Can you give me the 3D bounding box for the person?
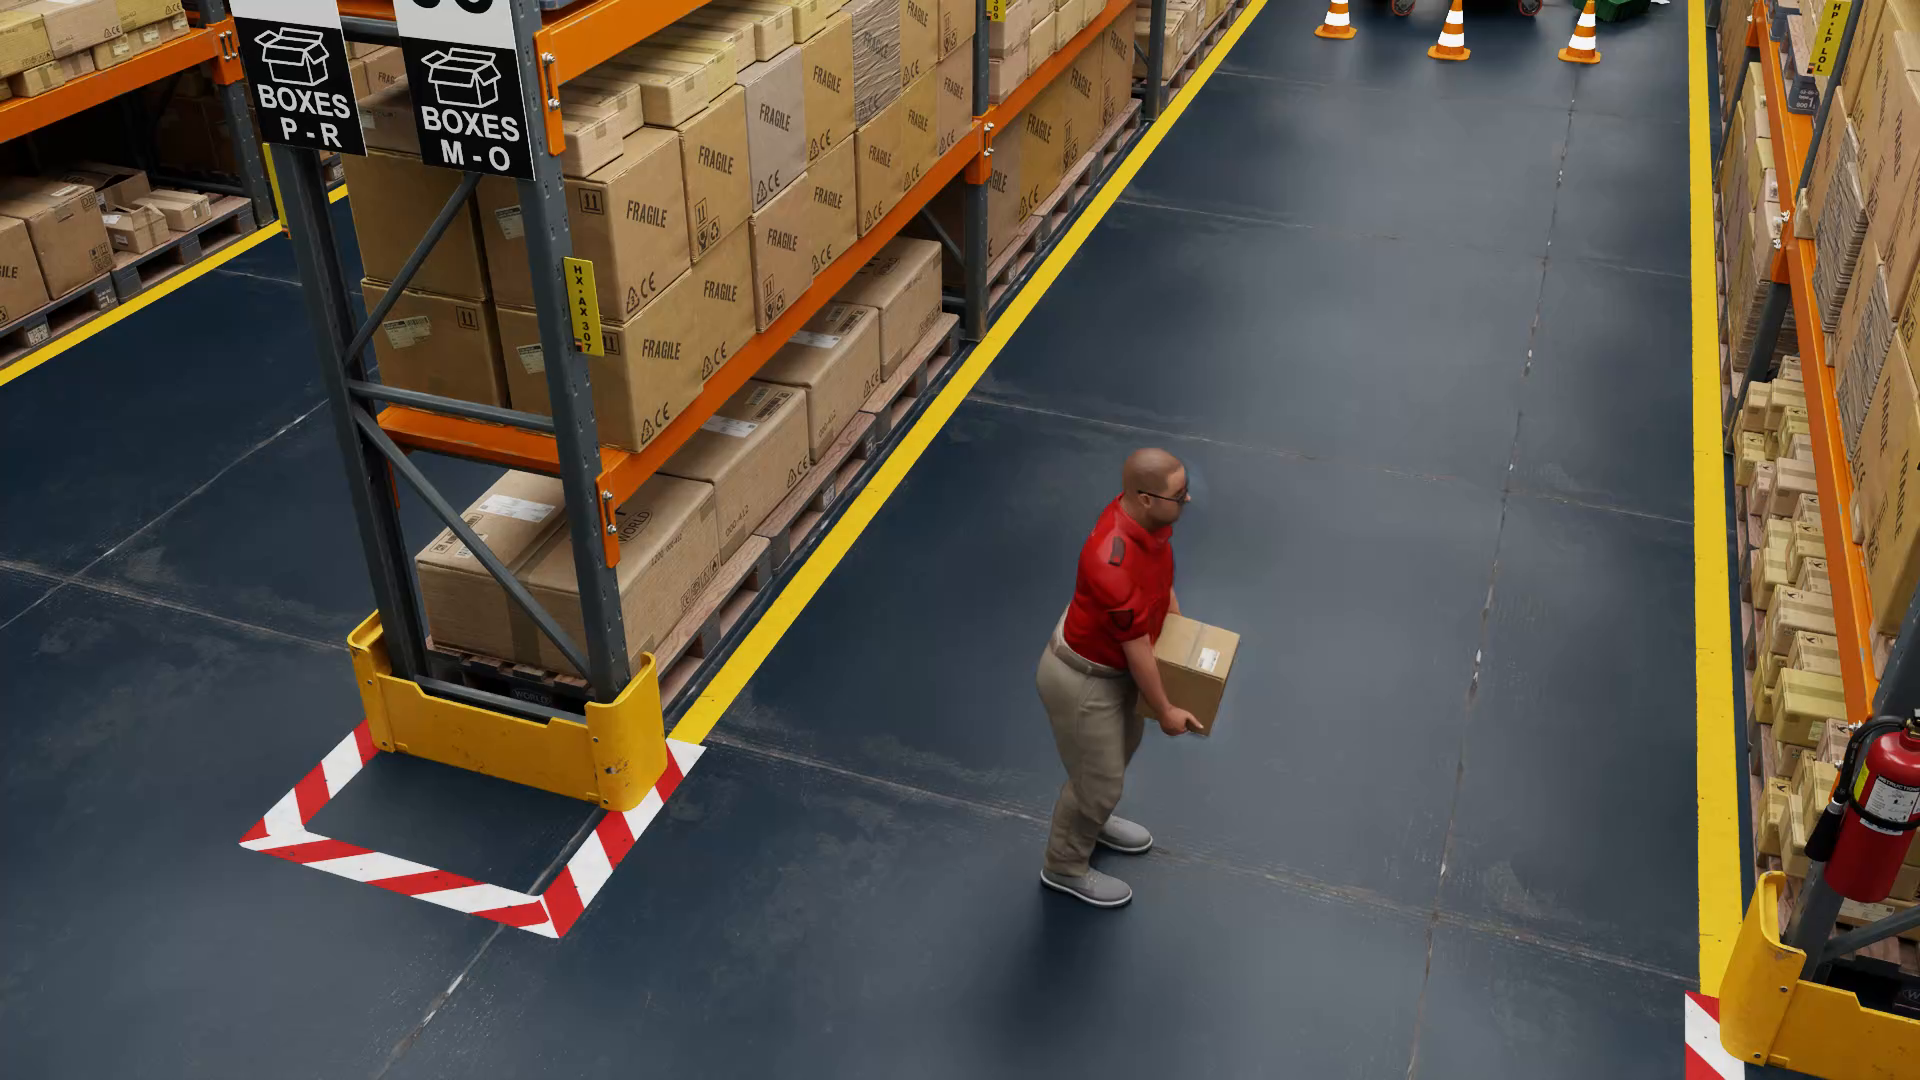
[{"bbox_3d":[0.551,0.439,5.493,0.556,1.723,0.489,10,34,16],"label":"person"}]
